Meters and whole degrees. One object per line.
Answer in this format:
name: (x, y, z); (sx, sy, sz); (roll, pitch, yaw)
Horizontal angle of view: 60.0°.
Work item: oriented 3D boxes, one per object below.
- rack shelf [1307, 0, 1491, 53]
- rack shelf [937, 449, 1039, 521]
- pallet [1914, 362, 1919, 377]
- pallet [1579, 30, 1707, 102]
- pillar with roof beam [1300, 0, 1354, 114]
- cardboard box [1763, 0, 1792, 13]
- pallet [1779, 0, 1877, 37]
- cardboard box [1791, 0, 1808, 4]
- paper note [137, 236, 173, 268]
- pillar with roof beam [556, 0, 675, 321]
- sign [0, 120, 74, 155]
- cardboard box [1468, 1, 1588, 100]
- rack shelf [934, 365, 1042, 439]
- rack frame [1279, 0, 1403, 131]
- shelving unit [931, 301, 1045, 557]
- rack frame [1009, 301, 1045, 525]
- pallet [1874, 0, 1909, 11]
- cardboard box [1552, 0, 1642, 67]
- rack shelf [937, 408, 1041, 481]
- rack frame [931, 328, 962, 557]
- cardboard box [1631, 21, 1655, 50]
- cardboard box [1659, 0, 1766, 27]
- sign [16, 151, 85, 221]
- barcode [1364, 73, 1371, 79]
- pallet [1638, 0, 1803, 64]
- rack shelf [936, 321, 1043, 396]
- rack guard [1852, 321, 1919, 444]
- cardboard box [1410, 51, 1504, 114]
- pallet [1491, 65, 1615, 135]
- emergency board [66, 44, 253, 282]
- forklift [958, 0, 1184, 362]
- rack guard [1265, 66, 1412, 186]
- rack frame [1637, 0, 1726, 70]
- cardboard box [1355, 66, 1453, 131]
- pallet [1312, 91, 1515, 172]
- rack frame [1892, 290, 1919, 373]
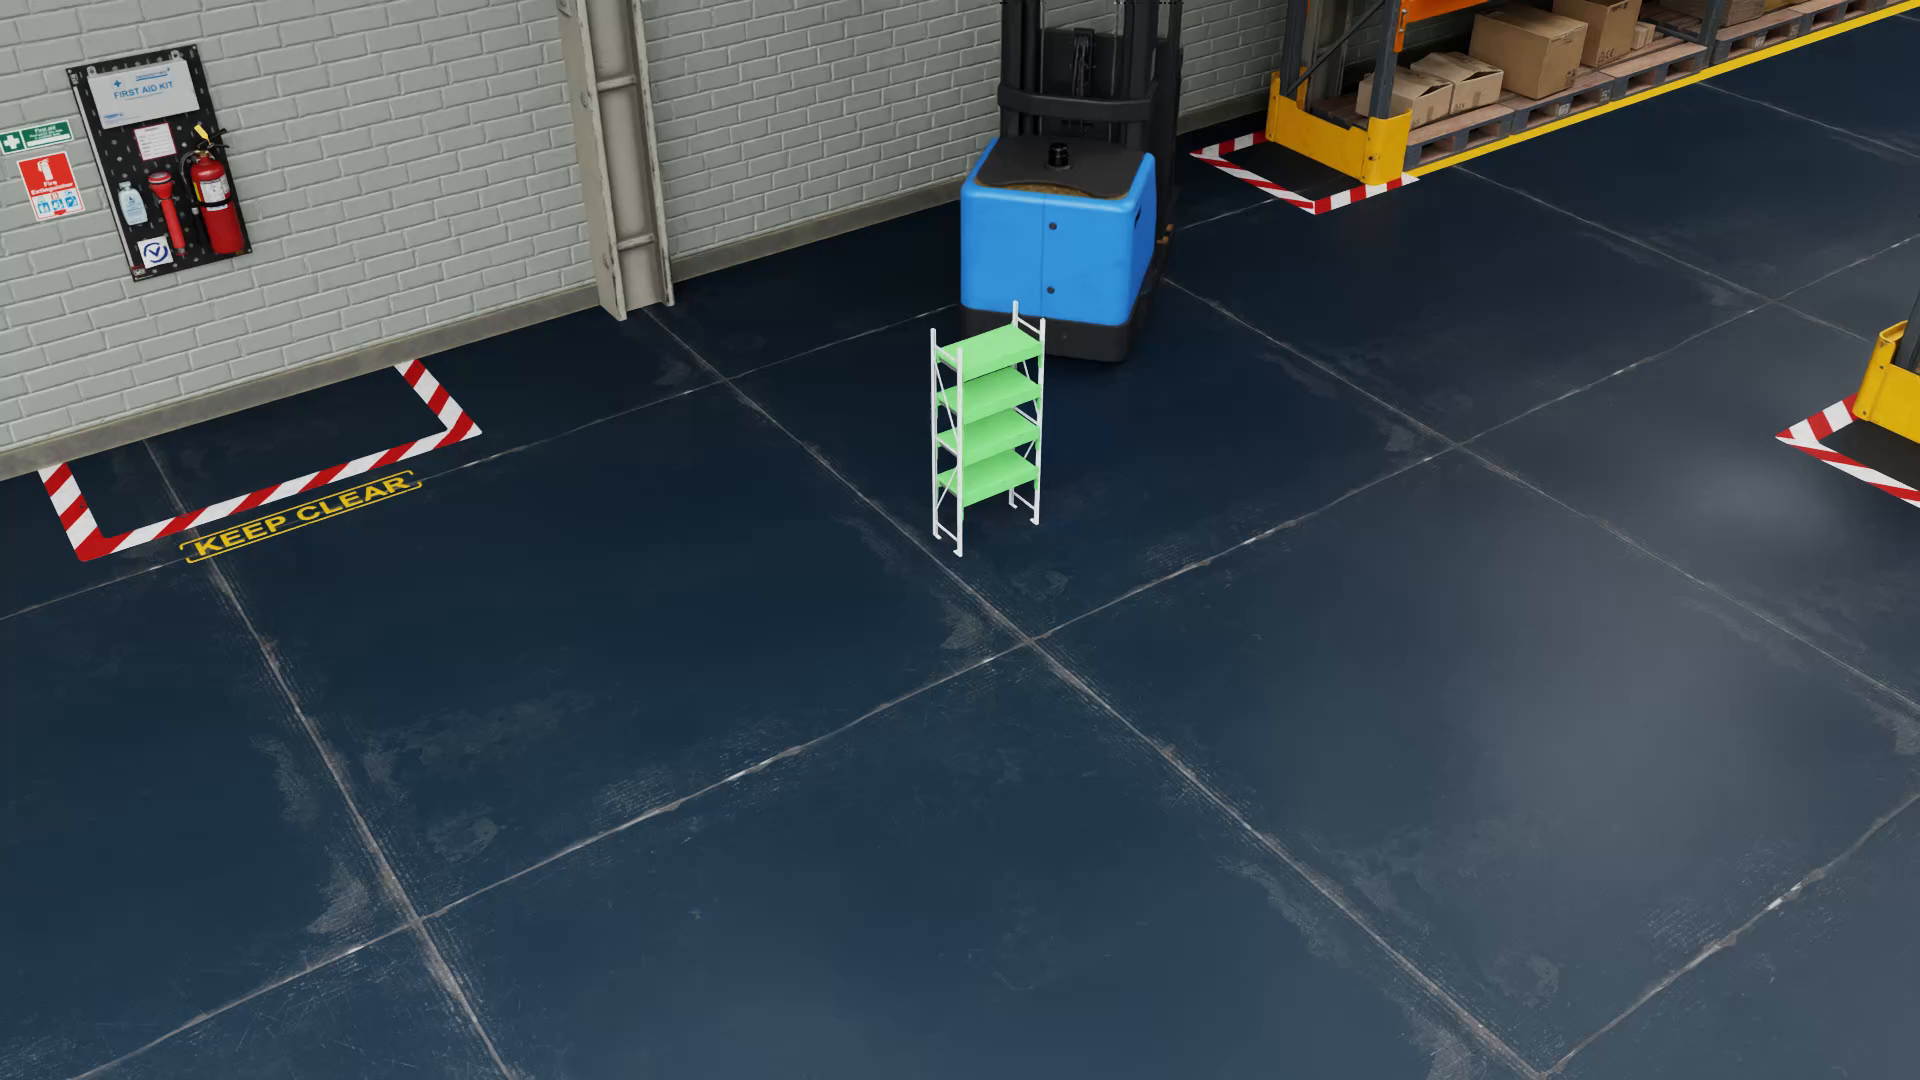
rack shelf: (4.391, -4.487, 12.850); (4.000, 0.370, 1.077); (-22, 41, -28)
rack shelf: (0.135, -0.296, 8.468); (0.480, 0.148, 0.258); (-22, 41, -28)
pallet: (6.214, -0.889, 9.619); (1.213, 0.211, 1.003); (-22, 41, -28)
pallet: (5.497, -4.077, 14.052); (1.213, 0.211, 1.003); (-22, 41, -28)
pillar with roof beam: (5.310, -5.136, 7.997); (0.400, 9.000, 9.100); (-22, 41, -28)
cardboard box: (7.011, -5.069, 14.807); (0.500, 0.500, 0.700); (-23, 42, -29)
pallet: (7.659, -4.995, 15.328); (1.213, 0.211, 1.003); (-22, 41, -28)
cardboard box: (7.452, -5.222, 15.019); (0.500, 0.500, 0.700); (-22, 41, -27)
paper note: (-4.301, -1.540, 8.890); (0.142, 0.148, 0.016); (-22, 41, -28)
pillar with roof beam: (0.406, -3.118, 5.191); (0.400, 9.000, 9.100); (-22, 41, -28)
sign: (-4.619, -2.014, 8.310); (0.331, 0.109, 0.001); (-22, 41, -28)
cardboard box: (4.468, -3.875, 13.146); (0.500, 0.500, 0.700); (-25, 43, -31)
rack shelf: (0.135, -0.686, 8.188); (0.480, 0.148, 0.258); (-22, 41, -28)
rack frame: (2.756, -4.107, 11.704); (0.127, 3.000, 1.000); (-22, 41, -28)
shelving unit: (0.135, -0.543, 8.290); (0.503, 1.200, 0.258); (-22, 41, -28)
rack frame: (0.335, -0.625, 8.405); (0.015, 1.200, 0.240); (-22, 41, -28)
pallet: (8.656, -5.403, 15.896); (1.213, 0.211, 1.003); (-22, 41, -28)
cardboard box: (5.200, -4.248, 13.665); (0.500, 0.500, 0.500); (-26, 43, -31)
rack shelf: (0.135, -0.491, 8.328); (0.480, 0.148, 0.258); (-22, 41, -28)
rack frame: (-0.064, -0.461, 8.176); (0.015, 1.200, 0.240); (-22, 41, -28)
cardboard box: (5.606, -4.286, 14.004); (0.250, 0.166, 0.380); (-28, 44, -33)
cardboard box: (6.618, -4.871, 14.532); (0.500, 0.500, 0.700); (-21, 41, -26)
sign: (-4.628, -1.802, 8.469); (0.234, 0.329, 0.001); (-22, 41, -28)
barcode: (3.158, -3.584, 12.896); (0.075, 0.075, 0.001); (-22, 41, -28)
pallet: (6.661, -4.583, 14.754); (1.213, 0.211, 1.003); (-22, 41, -28)
rack shelf: (0.135, -0.881, 8.047); (0.480, 0.148, 0.258); (-22, 41, -28)
rack guard: (5.593, -0.721, 9.138); (0.348, 0.500, 1.175); (-22, 41, -28)
cardboard box: (3.839, -3.575, 12.892); (0.500, 0.311, 0.500); (-19, 40, -24)
pallet: (4.499, -3.665, 13.478); (1.213, 0.211, 1.003); (-22, 41, -28)
emergency board: (-4.116, -1.924, 8.669); (0.643, 1.169, 0.194); (-22, 41, -28)
forklift: (0.854, -3.110, 10.377); (1.130, 2.935, 3.031); (9, 37, 12)
rack guard: (2.818, -3.118, 12.470); (0.348, 0.500, 1.175); (-22, 41, -28)
rack frame: (6.026, -5.452, 13.575); (0.127, 3.000, 1.000); (-22, 41, -28)
cardboard box: (3.373, -3.384, 12.625); (0.500, 0.311, 0.500); (-28, 44, -33)
pallet: (3.503, -3.257, 12.911); (1.213, 0.211, 1.003); (-22, 41, -28)
rack frame: (5.613, -1.744, 8.419); (0.127, 3.000, 1.000); (-22, 41, -28)
